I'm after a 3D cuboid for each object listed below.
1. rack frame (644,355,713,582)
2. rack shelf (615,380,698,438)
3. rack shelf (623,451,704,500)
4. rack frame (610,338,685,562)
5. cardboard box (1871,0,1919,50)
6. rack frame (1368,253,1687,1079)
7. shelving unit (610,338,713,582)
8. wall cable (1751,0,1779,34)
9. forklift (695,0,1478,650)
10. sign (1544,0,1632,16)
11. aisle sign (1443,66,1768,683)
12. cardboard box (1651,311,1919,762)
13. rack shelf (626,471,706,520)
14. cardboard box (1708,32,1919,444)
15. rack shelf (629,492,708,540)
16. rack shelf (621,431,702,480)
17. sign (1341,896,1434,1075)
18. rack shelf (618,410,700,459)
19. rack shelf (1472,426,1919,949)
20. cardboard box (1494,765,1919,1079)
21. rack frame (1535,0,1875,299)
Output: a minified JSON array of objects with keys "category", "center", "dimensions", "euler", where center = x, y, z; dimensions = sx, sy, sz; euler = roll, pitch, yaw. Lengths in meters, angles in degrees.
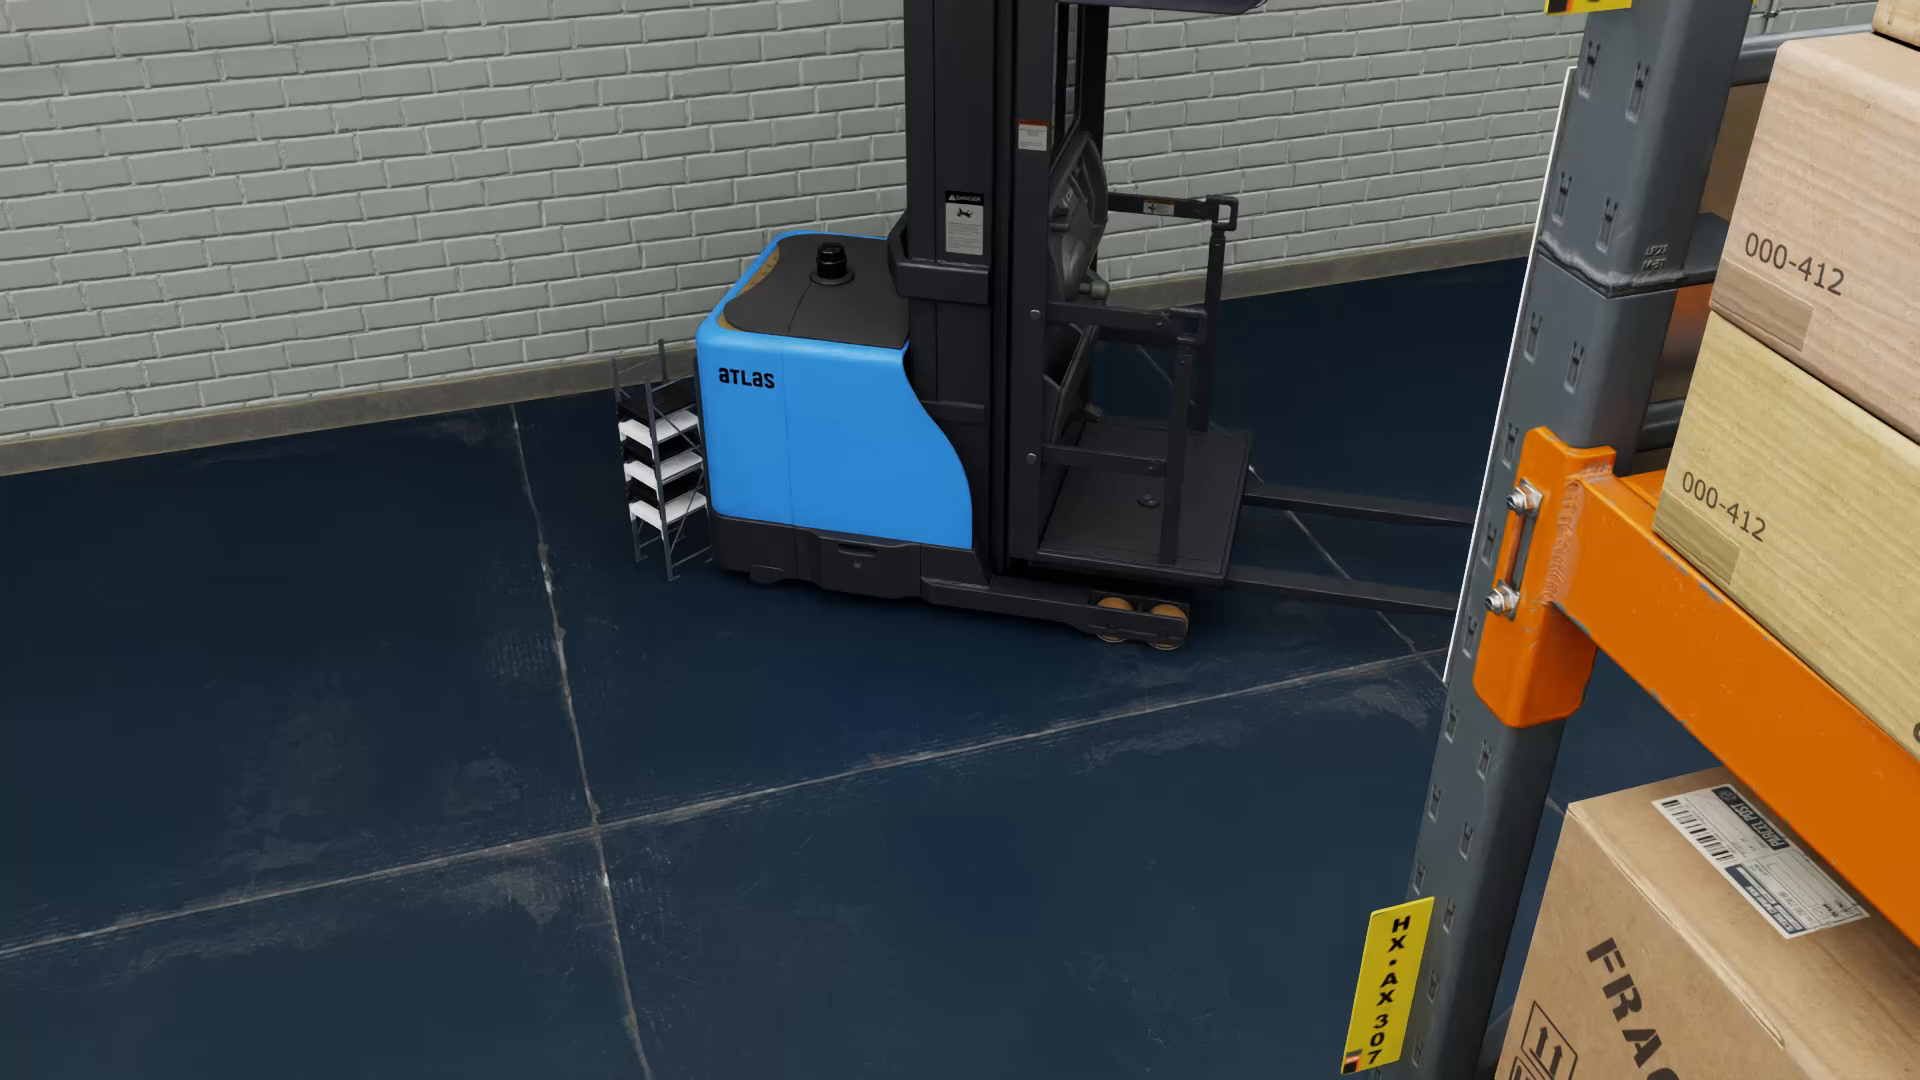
[{"category":"rack frame","center":[-1.056,-0.259,6.326],"dimensions":[0.006,0.900,0.240],"euler":[28,42,35]},{"category":"rack shelf","center":[-1.130,-0.495,6.254],"dimensions":[0.200,0.077,0.258],"euler":[28,42,35]},{"category":"rack shelf","center":[-1.130,-0.270,6.403],"dimensions":[0.200,0.077,0.258],"euler":[28,42,35]},{"category":"rack frame","center":[-1.203,-0.337,6.443],"dimensions":[0.006,0.900,0.240],"euler":[28,42,35]},{"category":"cardboard box","center":[0.992,-0.464,1.332],"dimensions":[0.380,0.149,0.250],"euler":[-10,35,-15]},{"category":"rack frame","center":[1.110,0.891,2.680],"dimensions":[1.000,3.000,0.127],"euler":[-10,35,-15]},{"category":"shelving unit","center":[-1.130,-0.298,6.385],"dimensions":[0.210,0.900,0.258],"euler":[28,42,35]},{"category":"wall cable","center":[4.051,-3.388,8.206],"dimensions":[0.585,1.953,0.123],"euler":[-10,35,-15]},{"category":"forklift","center":[0.605,-1.141,5.818],"dimensions":[3.031,2.935,1.130],"euler":[8,34,11]},{"category":"sign","center":[0.593,-0.634,1.474],"dimensions":[0.100,0.325,0.005],"euler":[-10,35,-15]},{"category":"aisle sign","center":[0.802,-0.181,1.945],"dimensions":[0.394,0.787,0.004],"euler":[-10,35,-15]},{"category":"cardboard box","center":[1.003,-0.019,1.473],"dimensions":[0.500,0.250,0.500],"euler":[-9,34,-13]},{"category":"rack shelf","center":[-1.130,-0.195,6.453],"dimensions":[0.200,0.077,0.258],"euler":[28,42,35]},{"category":"cardboard box","center":[0.999,-0.227,1.334],"dimensions":[0.500,0.250,0.500],"euler":[-9,35,-14]},{"category":"rack shelf","center":[-1.130,-0.120,6.502],"dimensions":[0.200,0.077,0.258],"euler":[28,42,35]},{"category":"rack shelf","center":[-1.130,-0.345,6.353],"dimensions":[0.200,0.077,0.258],"euler":[28,42,35]},{"category":"sign","center":[0.593,0.621,2.304],"dimensions":[0.100,0.325,0.005],"euler":[-10,35,-15]},{"category":"rack shelf","center":[-1.130,-0.420,6.304],"dimensions":[0.200,0.077,0.258],"euler":[28,42,35]},{"category":"rack shelf","center":[1.720,0.990,0.463],"dimensions":[1.077,0.370,4.000],"euler":[-10,35,-15]},{"category":"cardboard box","center":[0.994,0.589,1.871],"dimensions":[0.500,0.500,0.500],"euler":[-10,35,-15]},{"category":"rack frame","center":[1.110,-1.612,1.027],"dimensions":[1.000,3.000,0.127],"euler":[-10,35,-15]}]
